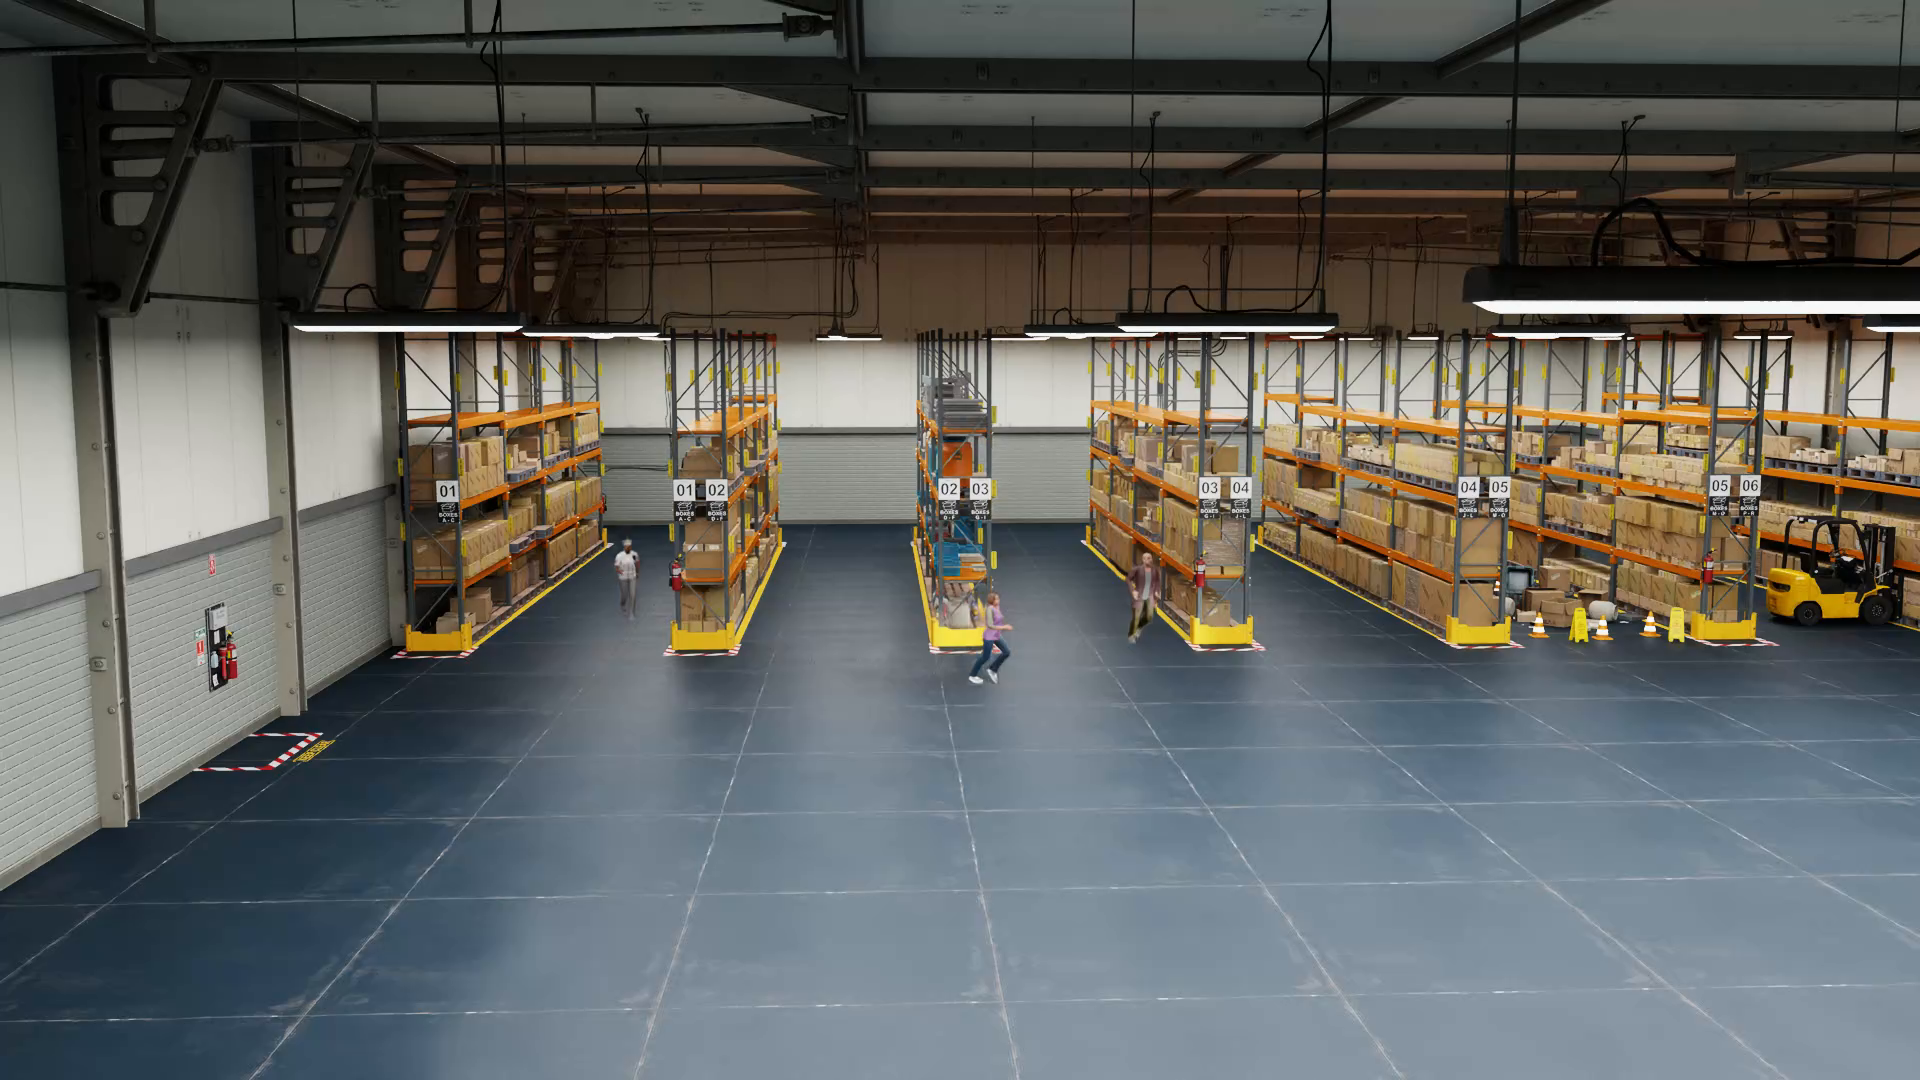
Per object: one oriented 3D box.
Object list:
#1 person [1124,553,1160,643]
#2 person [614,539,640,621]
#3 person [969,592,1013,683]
[{"bbox_3d":[3.549,1.115,32.013,0.771,1.725,0.561,-2,7,-14],"label":"person"},{"bbox_3d":[-6.948,0.805,34.768,0.563,1.691,0.869,-2,7,-19],"label":"person"},{"bbox_3d":[0.550,1.639,27.904,0.789,1.552,0.551,4,8,28],"label":"person"}]
